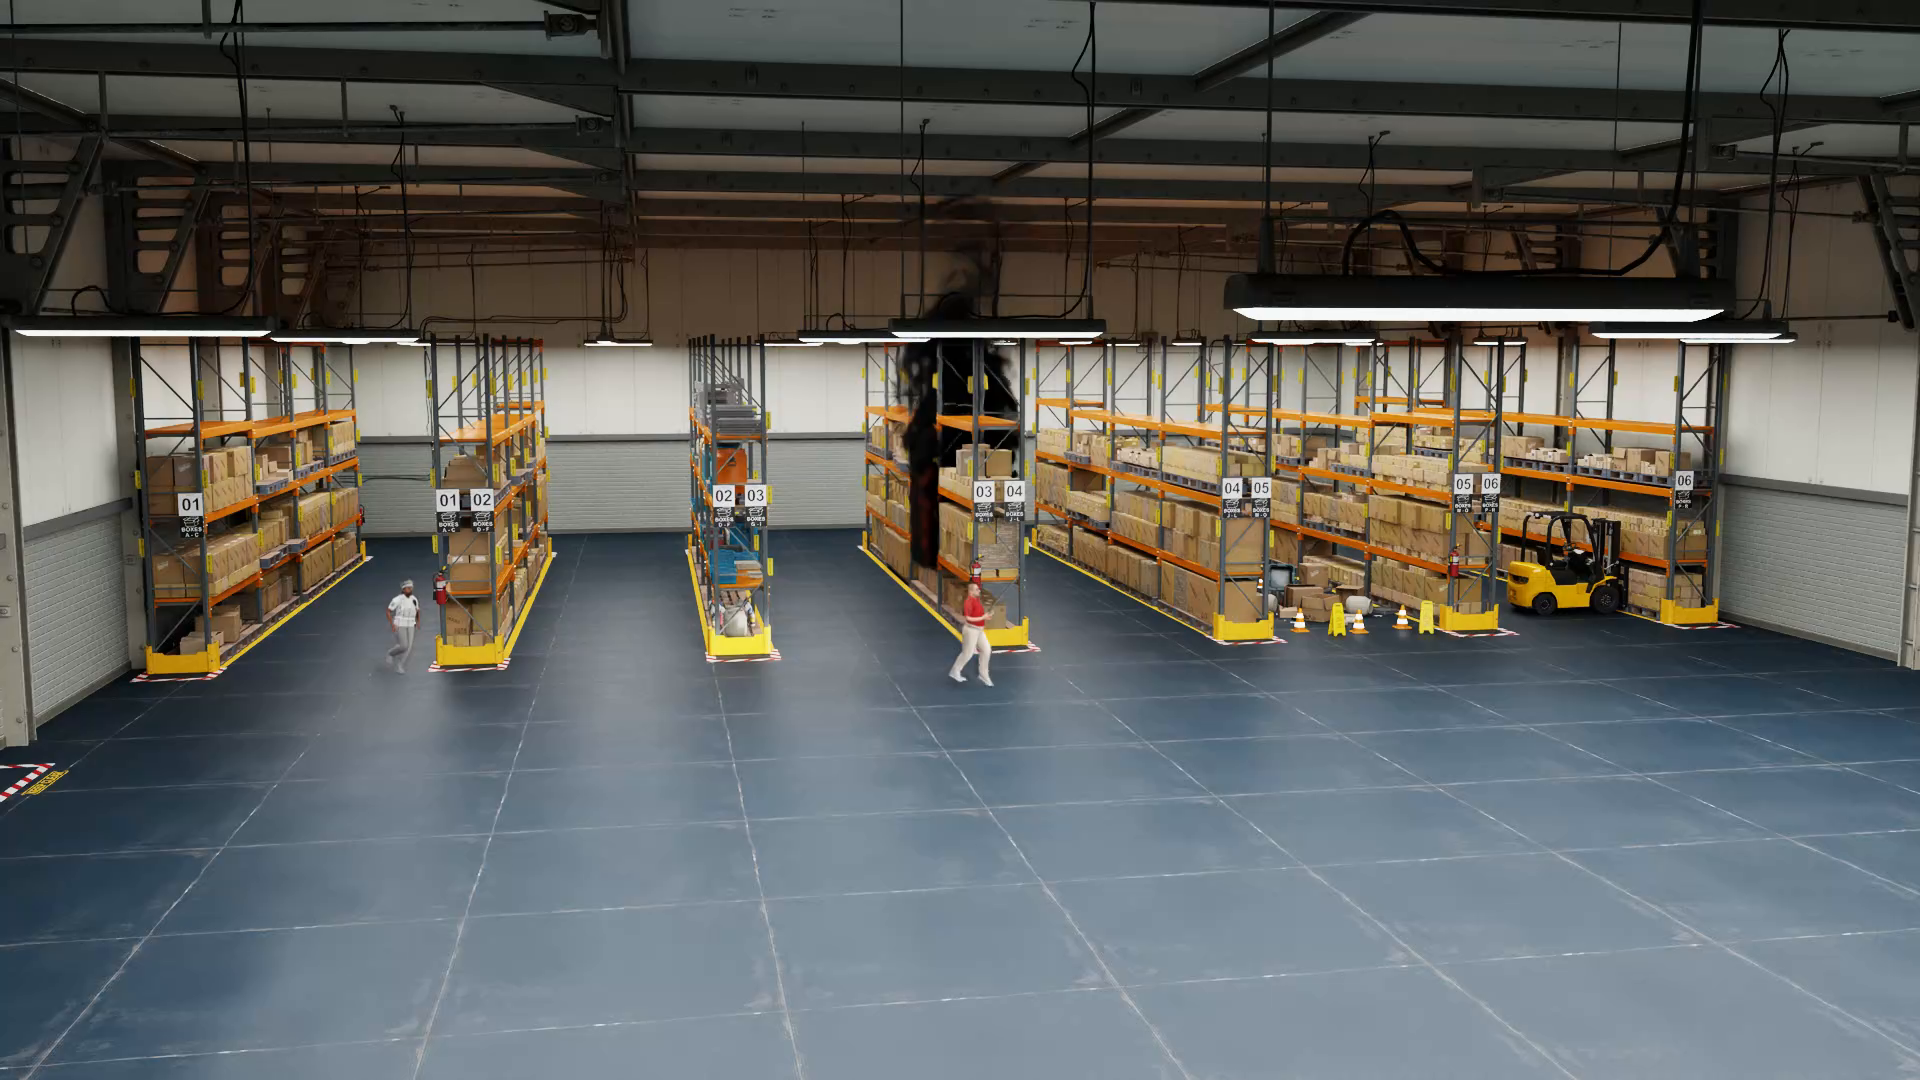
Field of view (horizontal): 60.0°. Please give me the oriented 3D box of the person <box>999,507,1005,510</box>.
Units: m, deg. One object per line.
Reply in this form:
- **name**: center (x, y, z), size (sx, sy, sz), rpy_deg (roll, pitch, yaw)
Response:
- **person**: center (1.120, -0.685, 49.258), size (0.641, 1.562, 0.669), rpy_deg (-6, 9, -40)

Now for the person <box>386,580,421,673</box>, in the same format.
- **person**: center (-9.879, 1.526, 29.639), size (0.527, 1.624, 0.615), rpy_deg (6, 9, 42)

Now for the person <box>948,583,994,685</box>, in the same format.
- **person**: center (0.207, 1.631, 28.407), size (0.813, 1.798, 0.643), rpy_deg (3, 7, 22)
